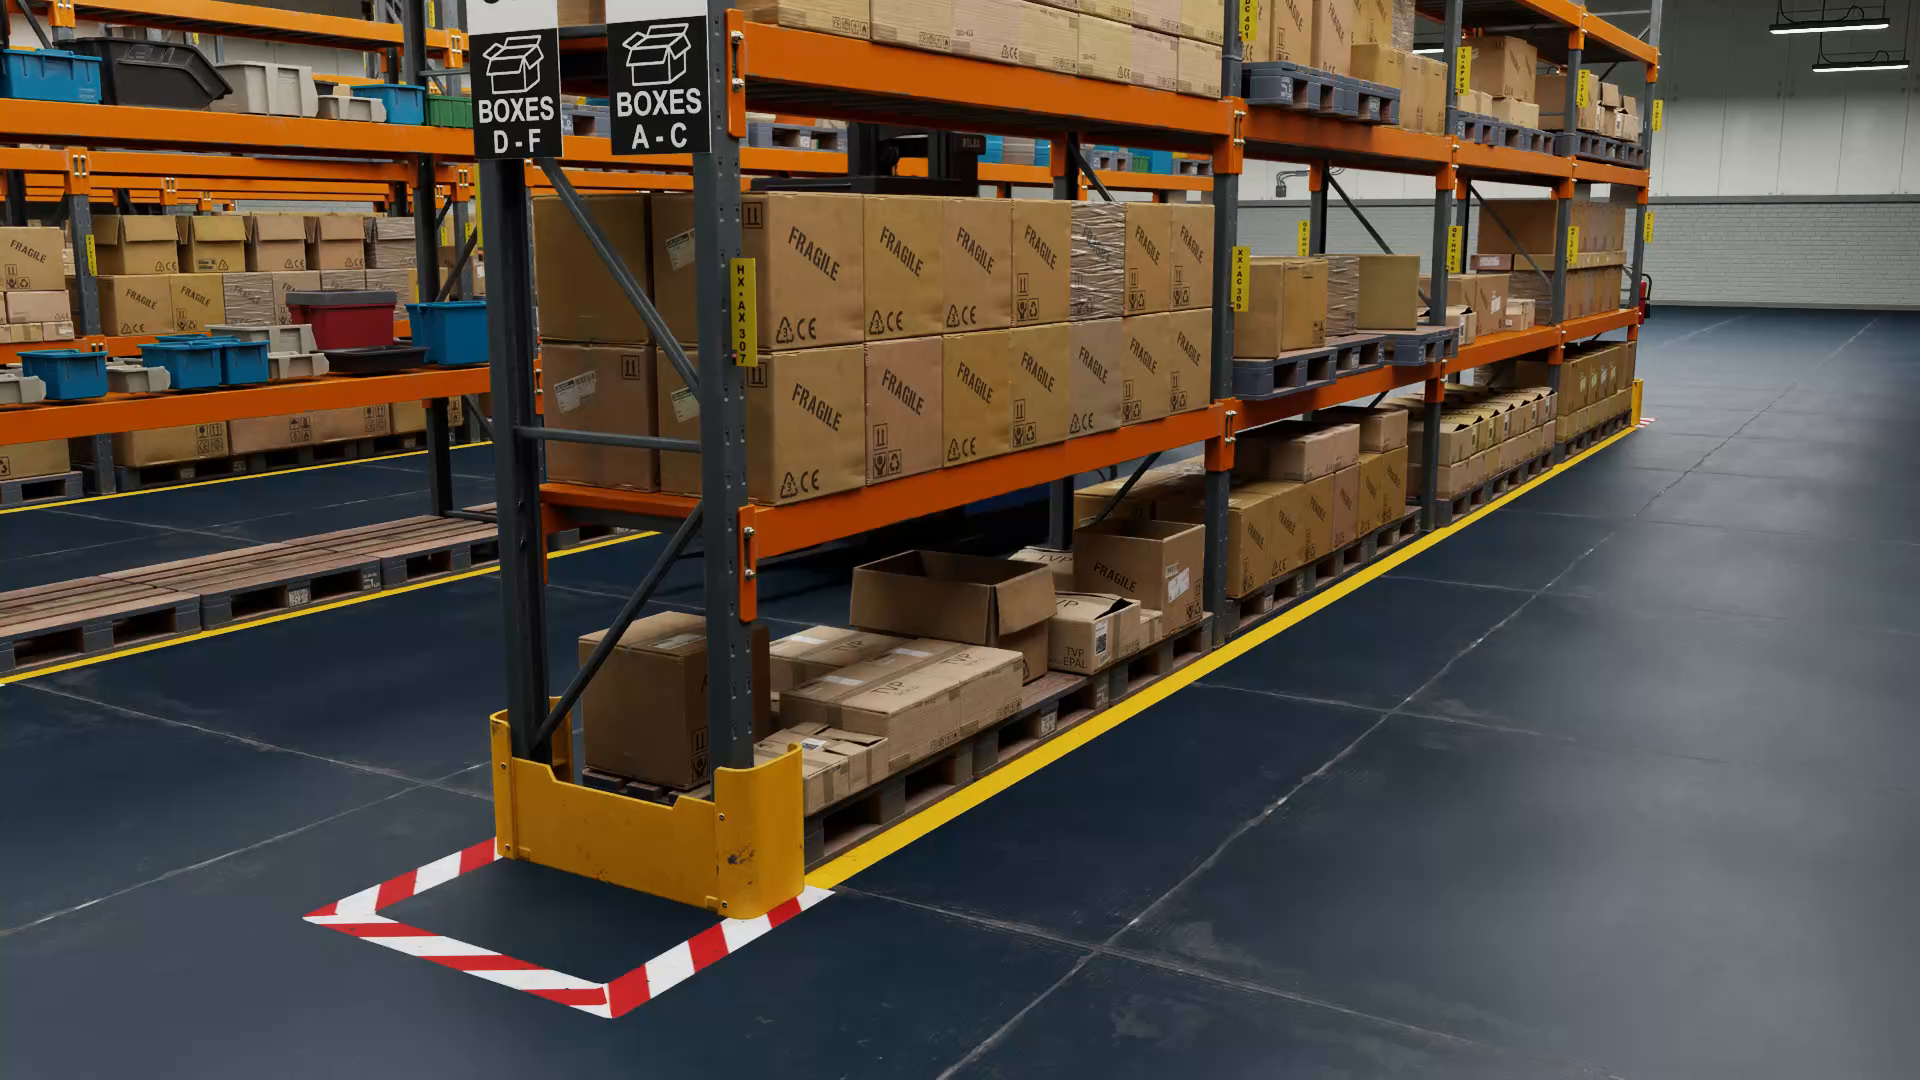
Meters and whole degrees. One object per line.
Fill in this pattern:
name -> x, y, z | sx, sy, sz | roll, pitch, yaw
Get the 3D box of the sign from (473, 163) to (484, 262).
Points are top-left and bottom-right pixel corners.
sign -> -1.590, -1.100, 5.589 | 0.100, 0.325, 0.005 | 6, 12, 31

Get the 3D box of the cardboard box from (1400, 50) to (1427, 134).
cardboard box -> 2.565, -2.949, 11.048 | 0.910, 0.500, 0.500 | 6, 12, 31

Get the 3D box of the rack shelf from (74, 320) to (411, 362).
rack shelf -> -6.475, -1.857, 15.589 | 1.077, 0.370, 4.000 | 6, 12, 31

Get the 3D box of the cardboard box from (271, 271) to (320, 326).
cardboard box -> -6.277, -2.233, 15.372 | 0.500, 0.500, 0.500 | 7, 13, 32

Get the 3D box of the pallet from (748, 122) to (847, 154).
pallet -> -1.685, -3.322, 13.824 | 1.003, 0.211, 1.213 | 6, 12, 31

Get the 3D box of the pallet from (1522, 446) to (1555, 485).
pallet -> 4.755, -0.717, 15.123 | 1.003, 0.211, 1.213 | 6, 12, 31

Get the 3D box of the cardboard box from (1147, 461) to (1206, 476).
cardboard box -> 1.487, -0.197, 10.367 | 0.500, 0.500, 0.500 | 7, 12, 31

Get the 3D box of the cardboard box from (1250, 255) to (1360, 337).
cardboard box -> 2.159, -1.598, 10.840 | 0.700, 0.500, 0.500 | 9, 14, 41

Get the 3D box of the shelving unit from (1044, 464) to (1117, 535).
shelving unit -> 0.684, -0.878, 12.481 | 0.587, 1.500, 1.083 | 8, 13, 38

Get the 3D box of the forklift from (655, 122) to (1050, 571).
forklift -> -0.644, -1.292, 10.805 | 1.130, 2.935, 3.031 | 8, 13, 38

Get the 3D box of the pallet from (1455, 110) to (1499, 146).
pallet -> 3.304, -3.075, 12.502 | 1.213, 0.211, 1.003 | 7, 13, 33

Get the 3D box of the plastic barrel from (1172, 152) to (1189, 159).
plastic barrel -> 2.466, -4.892, 20.042 | 0.600, 0.588, 0.600 | 0, 11, 0

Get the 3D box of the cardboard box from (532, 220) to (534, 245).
cardboard box -> -6.742, -4.472, 24.264 | 0.875, 0.550, 0.550 | 6, 12, 31

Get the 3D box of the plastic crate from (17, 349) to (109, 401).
plastic crate -> -4.606, -0.852, 8.558 | 0.416, 0.233, 0.300 | 6, 12, 31

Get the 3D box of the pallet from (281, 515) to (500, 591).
pallet -> -3.629, 0.067, 10.935 | 1.003, 0.211, 1.213 | 6, 12, 31

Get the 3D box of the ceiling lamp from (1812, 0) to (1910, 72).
ceiling lamp -> 21.122, -12.573, 38.709 | 2.000, 3.185, 0.800 | 6, 12, 31

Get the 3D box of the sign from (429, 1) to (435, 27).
sign -> -7.077, -7.040, 22.267 | 0.100, 0.325, 0.005 | 6, 12, 31

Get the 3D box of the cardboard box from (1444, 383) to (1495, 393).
cardboard box -> 4.677, -1.296, 15.448 | 0.500, 0.311, 0.500 | 6, 12, 31

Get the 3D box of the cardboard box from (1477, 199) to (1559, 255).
cardboard box -> 5.329, -2.964, 15.753 | 0.700, 0.500, 0.500 | 6, 12, 31

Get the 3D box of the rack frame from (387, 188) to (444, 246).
rack frame -> -7.547, -3.644, 23.180 | 1.000, 3.000, 0.127 | 6, 12, 31

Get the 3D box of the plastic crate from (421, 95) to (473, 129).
plastic crate -> -3.242, -2.697, 10.549 | 0.450, 0.188, 0.662 | 6, 12, 31

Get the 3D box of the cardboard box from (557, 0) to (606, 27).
cardboard box -> -1.084, -1.826, 5.728 | 0.500, 0.250, 0.500 | 6, 12, 31

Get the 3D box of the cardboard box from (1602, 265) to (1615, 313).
cardboard box -> 6.659, -2.730, 18.027 | 0.700, 0.500, 0.500 | 7, 13, 32

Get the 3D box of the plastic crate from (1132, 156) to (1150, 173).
plastic crate -> 1.925, -4.273, 18.966 | 0.336, 0.188, 0.450 | 6, 12, 31

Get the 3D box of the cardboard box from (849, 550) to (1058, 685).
cardboard box -> -0.020, 0.358, 7.393 | 0.797, 0.503, 0.637 | 6, 12, 31

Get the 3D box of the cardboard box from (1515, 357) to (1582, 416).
cardboard box -> 5.613, -1.473, 15.880 | 0.500, 0.500, 0.500 | 6, 12, 31

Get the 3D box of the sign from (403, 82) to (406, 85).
sign -> -3.750, -2.954, 11.321 | 0.100, 0.325, 0.005 | 6, 12, 31

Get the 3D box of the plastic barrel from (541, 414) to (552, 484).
plastic barrel -> -2.984, -0.681, 11.918 | 0.600, 0.901, 0.708 | 6, 12, 31

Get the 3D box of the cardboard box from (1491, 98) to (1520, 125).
cardboard box -> 4.493, -3.631, 14.229 | 0.500, 0.250, 0.500 | 5, 12, 25

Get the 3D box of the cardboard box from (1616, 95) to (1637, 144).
cardboard box -> 6.879, -4.546, 18.048 | 0.797, 0.503, 0.637 | 7, 13, 35

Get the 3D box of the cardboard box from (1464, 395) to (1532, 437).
cardboard box -> 4.613, -1.086, 14.323 | 0.500, 0.311, 0.500 | 6, 12, 31

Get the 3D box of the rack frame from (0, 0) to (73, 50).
rack frame -> -7.514, -4.844, 13.291 | 1.000, 3.000, 0.127 | 6, 12, 31

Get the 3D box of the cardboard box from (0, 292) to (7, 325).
cardboard box -> -7.785, -1.792, 12.889 | 0.500, 0.250, 0.500 | 7, 13, 32

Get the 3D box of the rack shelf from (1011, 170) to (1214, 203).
rack shelf -> 1.911, -4.116, 19.506 | 1.077, 0.370, 4.000 | 6, 12, 31

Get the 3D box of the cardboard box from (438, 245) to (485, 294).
cardboard box -> -5.191, -2.869, 17.630 | 0.500, 0.500, 0.500 | 5, 12, 24

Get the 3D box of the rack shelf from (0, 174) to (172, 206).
rack shelf -> -10.662, -3.821, 17.929 | 1.077, 0.370, 4.000 | 6, 12, 31

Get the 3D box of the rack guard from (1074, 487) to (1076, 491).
rack guard -> 0.995, -0.335, 12.979 | 0.587, 0.250, 0.087 | 8, 13, 38

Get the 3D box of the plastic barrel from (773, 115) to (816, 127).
plastic barrel -> -1.501, -3.854, 13.846 | 0.600, 0.830, 0.708 | 6, 12, 31

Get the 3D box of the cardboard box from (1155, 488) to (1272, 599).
cardboard box -> 1.410, 0.011, 9.256 | 0.500, 0.500, 0.500 | 6, 12, 28

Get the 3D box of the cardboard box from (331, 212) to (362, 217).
cardboard box -> -10.278, -5.146, 27.410 | 0.700, 0.500, 0.500 | 6, 12, 30

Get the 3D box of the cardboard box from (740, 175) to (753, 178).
cardboard box -> -2.908, -4.601, 20.549 | 0.500, 0.250, 0.500 | 6, 12, 28

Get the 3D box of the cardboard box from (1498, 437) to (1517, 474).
cardboard box -> 4.342, -0.729, 13.942 | 0.500, 0.250, 0.500 | 7, 13, 32

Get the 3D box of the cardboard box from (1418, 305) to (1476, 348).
cardboard box -> 3.657, -1.656, 12.806 | 0.500, 0.311, 0.500 | 6, 12, 30

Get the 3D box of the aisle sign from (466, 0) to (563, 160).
aisle sign -> -1.423, -1.616, 5.284 | 0.394, 0.787, 0.004 | 6, 12, 31

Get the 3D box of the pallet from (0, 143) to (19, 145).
pallet -> -7.947, -3.199, 12.893 | 1.003, 0.211, 1.213 | 6, 12, 31

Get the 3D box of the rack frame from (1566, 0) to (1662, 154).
rack frame -> 7.181, -5.785, 18.313 | 1.000, 3.000, 0.127 | 6, 12, 31

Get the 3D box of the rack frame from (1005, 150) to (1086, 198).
rack frame -> 0.873, -2.681, 18.036 | 1.000, 3.000, 0.127 | 6, 12, 31

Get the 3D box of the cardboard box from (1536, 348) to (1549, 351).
cardboard box -> 5.931, -1.761, 17.415 | 0.500, 0.500, 0.500 | 6, 12, 31

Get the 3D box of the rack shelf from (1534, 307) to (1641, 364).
rack shelf -> 6.143, -2.168, 17.251 | 1.077, 0.370, 4.000 | 6, 12, 31

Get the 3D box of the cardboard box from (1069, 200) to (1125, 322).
cardboard box -> 0.384, -1.225, 7.271 | 0.500, 0.500, 0.500 | 6, 12, 31

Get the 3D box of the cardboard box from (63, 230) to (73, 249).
cardboard box -> -12.675, -4.167, 23.752 | 0.500, 0.500, 0.500 | 6, 12, 29

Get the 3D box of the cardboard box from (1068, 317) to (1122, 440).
cardboard box -> 0.379, -0.732, 7.358 | 0.500, 0.500, 0.500 | 7, 13, 32

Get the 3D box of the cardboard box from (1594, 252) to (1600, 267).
cardboard box -> 6.342, -2.881, 17.074 | 0.380, 0.149, 0.250 | 6, 12, 30

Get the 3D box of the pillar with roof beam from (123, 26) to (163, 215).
pillar with roof beam -> -11.450, -7.717, 28.637 | 9.100, 9.000, 0.548 | 6, 12, 31

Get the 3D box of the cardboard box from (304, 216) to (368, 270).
cardboard box -> -6.171, -2.851, 15.950 | 0.797, 0.503, 0.637 | 7, 13, 32
